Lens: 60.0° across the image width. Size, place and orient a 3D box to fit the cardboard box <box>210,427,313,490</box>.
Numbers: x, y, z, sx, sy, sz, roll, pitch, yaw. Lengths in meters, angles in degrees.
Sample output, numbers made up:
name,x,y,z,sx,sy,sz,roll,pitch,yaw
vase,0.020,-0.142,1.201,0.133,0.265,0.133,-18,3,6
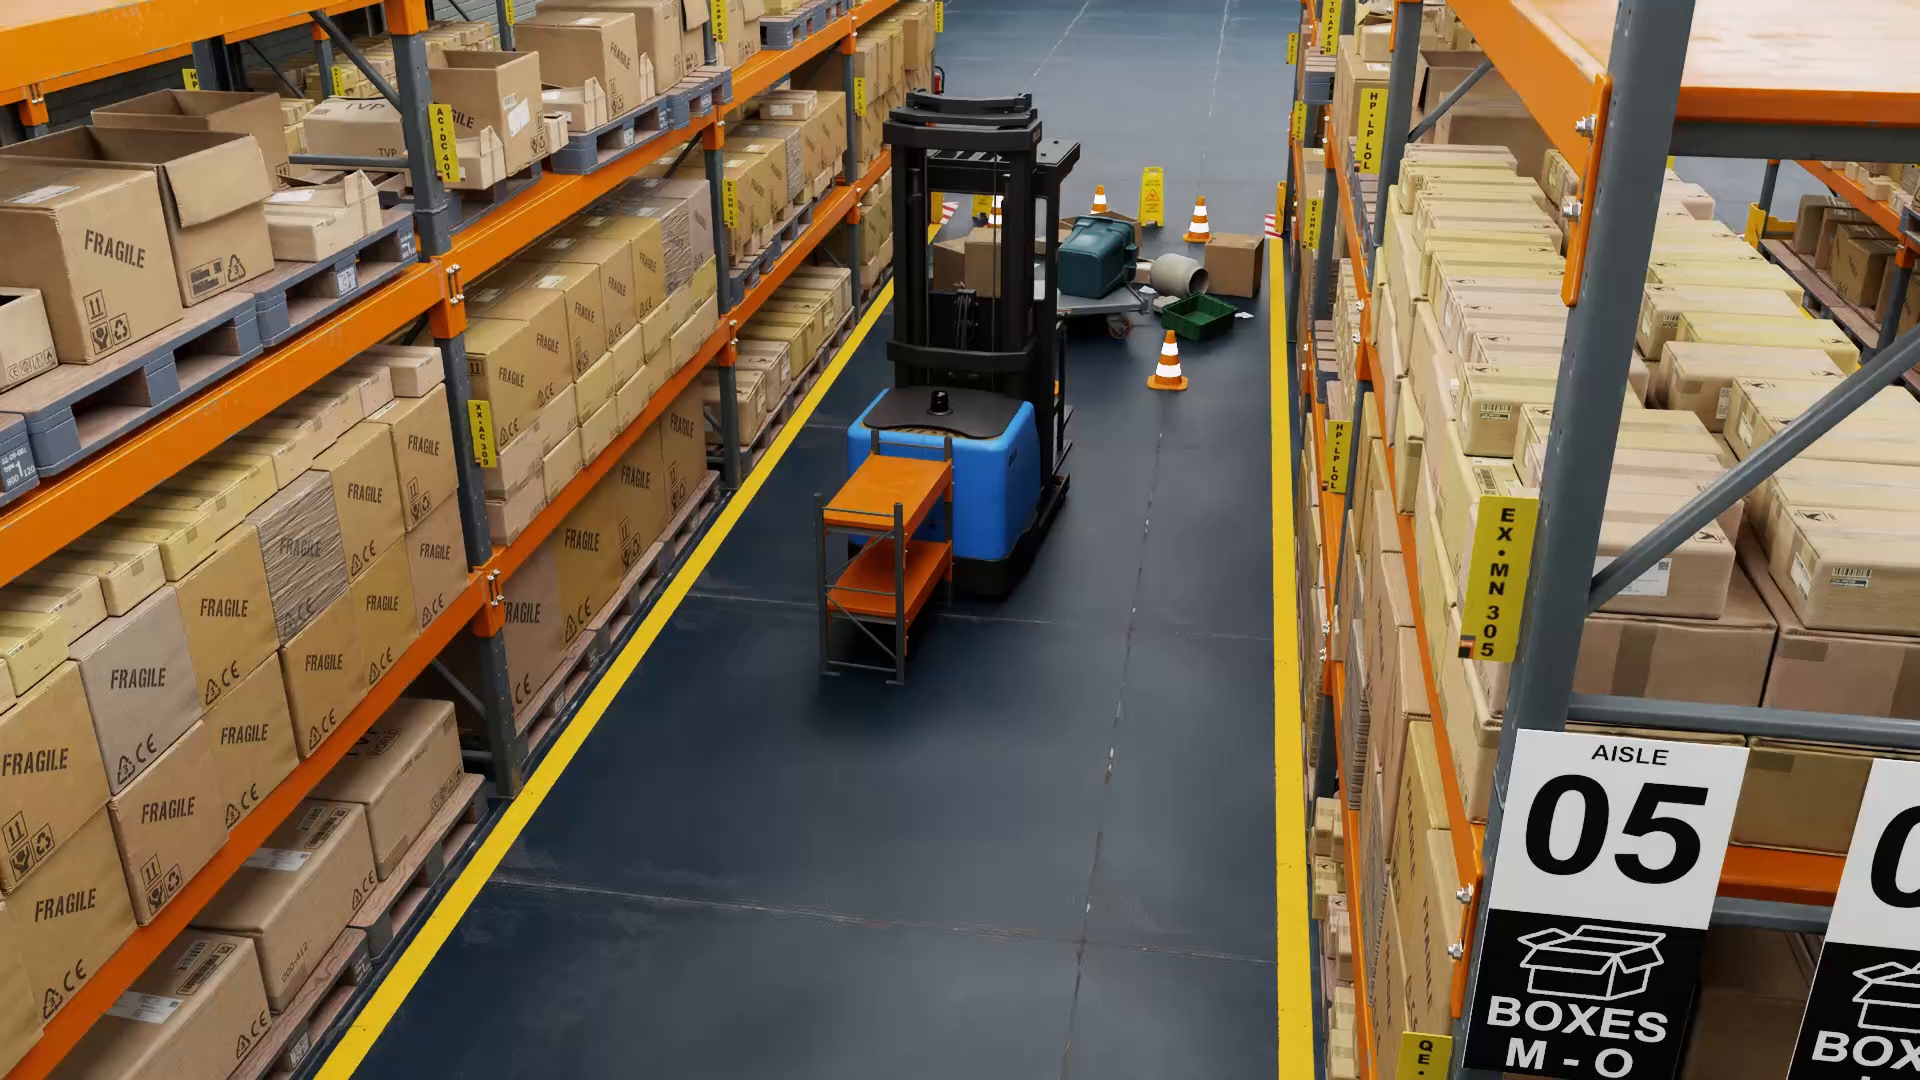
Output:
name,x,y,z,sx,sy,sz,roll,pitch,yaw
cardboard box,-2.707,-0.316,6.324,0.380,0.149,0.250,4,25,8

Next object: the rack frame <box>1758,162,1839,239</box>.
name,x,y,z,sx,sy,sz,roll,pitch,yaw
rack frame,8.997,-4.427,17.171,1.000,3.000,0.127,4,25,9

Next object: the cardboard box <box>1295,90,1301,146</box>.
name,x,y,z,sx,sy,sz,roll,pitch,yaw
cardboard box,3.821,-4.266,16.649,0.875,0.550,0.550,4,25,9

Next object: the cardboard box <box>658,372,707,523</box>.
name,x,y,z,sx,sy,sz,roll,pitch,yaw
cardboard box,-2.282,-0.713,11.246,0.875,0.875,0.875,4,25,8

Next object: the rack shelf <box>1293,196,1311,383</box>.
name,x,y,z,sx,sy,sz,roll,pitch,yaw
rack shelf,3.140,-1.978,12.786,1.077,0.370,4.000,4,25,9

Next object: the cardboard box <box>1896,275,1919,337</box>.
name,x,y,z,sx,sy,sz,roll,pitch,yaw
cardboard box,8.448,-1.977,14.389,0.500,0.500,0.500,3,25,7

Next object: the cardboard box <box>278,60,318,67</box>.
name,x,y,z,sx,sy,sz,roll,pitch,yaw
cardboard box,-6.465,-4.625,16.360,0.380,0.149,0.250,4,25,8

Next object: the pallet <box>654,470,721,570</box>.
name,x,y,z,sx,sy,sz,roll,pitch,yaw
pallet,-2.290,-0.181,11.387,1.003,0.211,1.213,4,25,9

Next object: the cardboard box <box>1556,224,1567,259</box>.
name,x,y,z,sx,sy,sz,roll,pitch,yaw
cardboard box,2.238,-0.884,5.649,0.500,0.250,0.500,3,25,6

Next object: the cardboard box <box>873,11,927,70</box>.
name,x,y,z,sx,sy,sz,roll,pitch,yaw
cardboard box,-0.720,-5.087,16.930,0.700,0.500,0.500,4,25,8

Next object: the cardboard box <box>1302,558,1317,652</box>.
name,x,y,z,sx,sy,sz,roll,pitch,yaw
cardboard box,2.204,0.392,9.328,0.500,0.500,0.500,3,25,7

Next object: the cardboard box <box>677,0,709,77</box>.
name,x,y,z,sx,sy,sz,roll,pitch,yaw
cardboard box,-2.000,-3.196,10.383,0.797,0.503,0.637,2,25,5

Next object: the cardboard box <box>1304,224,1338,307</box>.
name,x,y,z,sx,sy,sz,roll,pitch,yaw
cardboard box,2.705,-1.928,11.713,0.500,0.500,0.500,4,25,9

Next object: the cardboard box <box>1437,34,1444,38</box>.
name,x,y,z,sx,sy,sz,roll,pitch,yaw
cardboard box,3.025,-3.076,10.429,0.380,0.149,0.250,3,25,6

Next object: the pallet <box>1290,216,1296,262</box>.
name,x,y,z,sx,sy,sz,roll,pitch,yaw
pallet,4.067,-3.211,17.860,1.003,0.211,1.213,4,25,9

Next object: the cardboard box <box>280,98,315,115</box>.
name,x,y,z,sx,sy,sz,roll,pitch,yaw
cardboard box,-6.168,-3.964,15.298,0.380,0.149,0.250,5,26,10

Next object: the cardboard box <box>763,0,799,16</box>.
name,x,y,z,sx,sy,sz,roll,pitch,yaw
cardboard box,-1.558,-4.243,12.920,0.500,0.250,0.500,4,25,9

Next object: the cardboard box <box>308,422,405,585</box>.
name,x,y,z,sx,sy,sz,roll,pitch,yaw
cardboard box,-2.636,-0.165,6.767,0.500,0.500,0.500,4,25,8

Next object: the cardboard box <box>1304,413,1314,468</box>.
name,x,y,z,sx,sy,sz,roll,pitch,yaw
cardboard box,2.461,-0.594,10.549,0.500,0.250,0.500,3,25,6

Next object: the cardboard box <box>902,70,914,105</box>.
name,x,y,z,sx,sy,sz,roll,pitch,yaw
cardboard box,-0.768,-4.630,17.134,0.500,0.500,0.500,4,25,8

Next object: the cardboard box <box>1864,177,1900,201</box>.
name,x,y,z,sx,sy,sz,roll,pitch,yaw
cardboard box,8.170,-3.068,14.562,0.380,0.149,0.250,4,25,9

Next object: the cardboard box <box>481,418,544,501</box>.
name,x,y,z,sx,sy,sz,roll,pitch,yaw
cardboard box,-2.391,-0.418,8.192,0.500,0.250,0.500,3,25,7

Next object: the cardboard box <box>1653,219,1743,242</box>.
name,x,y,z,sx,sy,sz,roll,pitch,yaw
cardboard box,2.215,-0.906,5.226,0.380,0.149,0.250,3,25,6

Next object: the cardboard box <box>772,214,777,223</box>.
name,x,y,z,sx,sy,sz,roll,pitch,yaw
cardboard box,-1.646,-2.535,12.930,0.380,0.149,0.250,5,26,11

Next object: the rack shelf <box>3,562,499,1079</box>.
name,x,y,z,sx,sy,sz,roll,pitch,yaw
rack shelf,-3.068,1.067,6.281,1.077,0.370,4.000,4,25,9

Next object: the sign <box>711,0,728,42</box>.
name,x,y,z,sx,sy,sz,roll,pitch,yaw
sign,-1.541,-3.355,10.638,0.100,0.325,0.005,4,25,9

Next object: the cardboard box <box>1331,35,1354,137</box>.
name,x,y,z,sx,sy,sz,roll,pitch,yaw
cardboard box,2.457,-2.651,9.719,0.500,0.500,0.500,4,25,9

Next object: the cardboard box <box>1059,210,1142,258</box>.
name,x,y,z,sx,sy,sz,roll,pitch,yaw
cardboard box,1.431,-3.073,17.222,0.797,0.503,0.637,-14,29,-27

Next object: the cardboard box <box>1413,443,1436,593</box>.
name,x,y,z,sx,sy,sz,roll,pitch,yaw
cardboard box,1.489,-0.041,4.438,0.500,0.250,0.500,5,26,11

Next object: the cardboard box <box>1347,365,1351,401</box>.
name,x,y,z,sx,sy,sz,roll,pitch,yaw
cardboard box,2.287,-0.839,8.953,0.380,0.149,0.250,5,26,10

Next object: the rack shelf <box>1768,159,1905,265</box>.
name,x,y,z,sx,sy,sz,roll,pitch,yaw
rack shelf,8.670,-3.265,15.536,1.077,0.370,4.000,4,25,9

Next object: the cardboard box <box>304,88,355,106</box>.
name,x,y,z,sx,sy,sz,roll,pitch,yaw
cardboard box,-6.019,-4.238,15.882,0.380,0.149,0.250,4,25,8

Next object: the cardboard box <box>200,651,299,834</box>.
name,x,y,z,sx,sy,sz,roll,pitch,yaw
cardboard box,-2.811,0.716,6.064,0.500,0.500,0.500,5,26,10

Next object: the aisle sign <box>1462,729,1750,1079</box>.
name,x,y,z,sx,sy,sz,roll,pitch,yaw
aisle sign,1.198,0.711,3.127,0.394,0.787,0.004,4,25,9

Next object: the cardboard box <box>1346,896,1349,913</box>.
name,x,y,z,sx,sy,sz,roll,pitch,yaw
cardboard box,1.827,1.518,6.986,0.380,0.149,0.250,4,25,8

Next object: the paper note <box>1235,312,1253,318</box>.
name,x,y,z,sx,sy,sz,roll,pitch,yaw
paper note,2.683,-2.140,15.785,0.147,0.020,0.142,-14,29,-27

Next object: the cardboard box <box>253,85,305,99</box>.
name,x,y,z,sx,sy,sz,roll,pitch,yaw
cardboard box,-6.532,-4.275,15.961,0.380,0.149,0.250,4,25,8

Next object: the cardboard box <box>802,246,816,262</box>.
name,x,y,z,sx,sy,sz,roll,pitch,yaw
cardboard box,-1.601,-2.992,15.967,0.500,0.500,0.500,4,25,8

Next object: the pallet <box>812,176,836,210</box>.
name,x,y,z,sx,sy,sz,roll,pitch,yaw
pallet,-1.702,-3.045,14.443,1.003,0.211,1.213,4,25,9

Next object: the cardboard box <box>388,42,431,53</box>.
name,x,y,z,sx,sy,sz,roll,pitch,yaw
cardboard box,-5.773,-5.124,17.424,0.380,0.149,0.250,4,25,9

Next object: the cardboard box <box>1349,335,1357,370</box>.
name,x,y,z,sx,sy,sz,roll,pitch,yaw
cardboard box,2.289,-0.980,8.904,0.380,0.149,0.250,4,25,8

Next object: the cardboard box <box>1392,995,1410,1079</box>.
name,x,y,z,sx,sy,sz,roll,pitch,yaw
cardboard box,1.325,1.493,4.054,0.500,0.500,0.500,5,25,10

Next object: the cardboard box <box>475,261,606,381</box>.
name,x,y,z,sx,sy,sz,roll,pitch,yaw
cardboard box,-2.245,-1.182,8.939,0.500,0.500,0.500,3,25,7

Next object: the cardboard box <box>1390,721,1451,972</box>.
name,x,y,z,sx,sy,sz,roll,pitch,yaw
cardboard box,1.418,0.825,4.301,0.500,0.500,0.500,3,25,7

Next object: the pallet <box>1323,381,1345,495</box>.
name,x,y,z,sx,sy,sz,roll,pitch,yaw
pallet,2.530,-0.550,9.113,1.003,0.211,1.213,4,25,9

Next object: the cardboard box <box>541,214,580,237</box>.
name,x,y,z,sx,sy,sz,roll,pitch,yaw
cardboard box,-2.580,-1.654,9.947,0.500,0.500,0.500,5,25,10

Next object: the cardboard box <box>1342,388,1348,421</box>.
name,x,y,z,sx,sy,sz,roll,pitch,yaw
cardboard box,2.282,-0.707,9.024,0.380,0.149,0.250,3,25,7

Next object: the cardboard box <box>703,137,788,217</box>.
name,x,y,z,sx,sy,sz,roll,pitch,yaw
cardboard box,-1.627,-2.752,12.626,0.500,0.500,0.500,4,25,9

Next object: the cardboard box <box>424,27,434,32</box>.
name,x,y,z,sx,sy,sz,roll,pitch,yaw
cardboard box,-6.048,-5.586,18.412,0.380,0.149,0.250,4,25,10

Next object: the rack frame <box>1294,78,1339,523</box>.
name,x,y,z,sx,sy,sz,roll,pitch,yaw
rack frame,2.813,-1.468,10.847,1.000,3.000,0.127,4,25,9

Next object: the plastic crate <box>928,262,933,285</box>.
name,x,y,z,sx,sy,sz,roll,pitch,yaw
plastic crate,-0.368,-2.719,16.964,0.402,0.080,0.583,-5,25,-10

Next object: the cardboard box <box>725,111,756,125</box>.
name,x,y,z,sx,sy,sz,roll,pitch,yaw
cardboard box,-1.968,-3.220,13.626,0.500,0.500,0.500,4,25,8

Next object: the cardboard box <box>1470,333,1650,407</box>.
name,x,y,z,sx,sy,sz,roll,pitch,yaw
cardboard box,1.485,-0.402,4.150,0.380,0.149,0.250,3,25,7

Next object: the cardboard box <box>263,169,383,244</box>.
name,x,y,z,sx,sy,sz,roll,pitch,yaw
cardboard box,-2.529,-1.339,6.580,0.396,0.266,0.258,5,26,10

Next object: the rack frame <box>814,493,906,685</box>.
name,x,y,z,sx,sy,sz,roll,pitch,yaw
rack frame,-0.556,0.286,9.312,0.500,1.125,0.032,7,26,14

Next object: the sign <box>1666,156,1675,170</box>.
name,x,y,z,sx,sy,sz,roll,pitch,yaw
sign,2.696,-1.353,6.454,0.100,0.325,0.005,4,25,9

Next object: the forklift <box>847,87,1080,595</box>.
name,x,y,z,sx,sy,sz,roll,pitch,yaw
forklift,0.162,-1.584,11.177,1.130,2.935,3.031,6,26,13

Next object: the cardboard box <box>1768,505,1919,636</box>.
name,x,y,z,sx,sy,sz,roll,pitch,yaw
cardboard box,1.783,0.061,3.160,0.380,0.149,0.250,4,25,8

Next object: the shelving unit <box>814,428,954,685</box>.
name,x,y,z,sx,sy,sz,roll,pitch,yaw
shelving unit,-0.424,0.078,9.756,0.538,1.125,1.048,7,26,14
